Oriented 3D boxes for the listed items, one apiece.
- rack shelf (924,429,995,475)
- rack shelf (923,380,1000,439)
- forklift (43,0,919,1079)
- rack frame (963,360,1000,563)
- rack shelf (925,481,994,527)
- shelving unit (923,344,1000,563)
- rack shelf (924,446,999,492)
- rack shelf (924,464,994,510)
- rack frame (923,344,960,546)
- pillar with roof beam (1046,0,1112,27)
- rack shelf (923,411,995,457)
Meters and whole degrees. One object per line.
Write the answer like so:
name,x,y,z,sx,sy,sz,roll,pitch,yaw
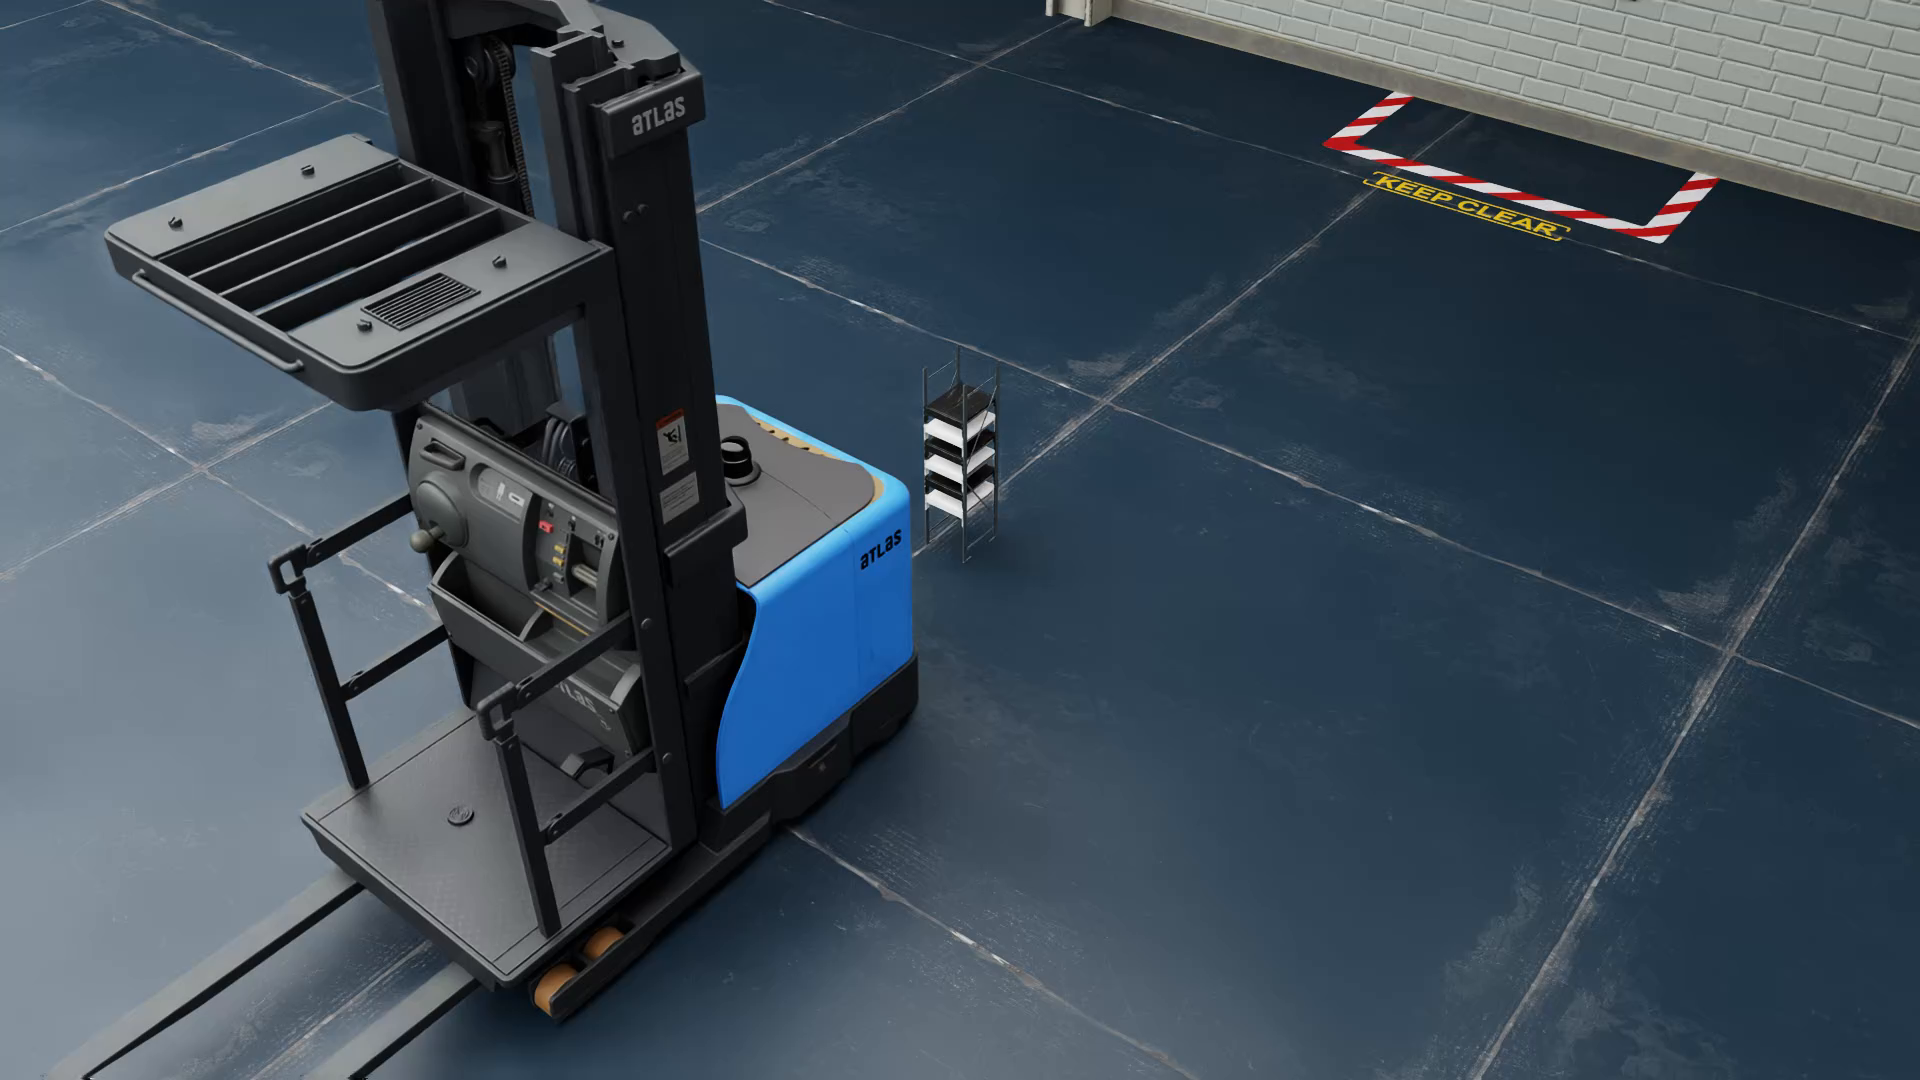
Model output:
rack shelf,0.006,-0.396,6.934,0.200,0.077,0.258,25,45,29
rack shelf,0.006,-0.538,6.823,0.200,0.077,0.258,25,45,29
forklift,-1.477,0.016,4.851,1.130,2.935,3.031,27,45,30
rack frame,0.087,-0.313,6.920,0.006,0.900,0.240,25,45,29
rack shelf,0.006,-0.183,7.100,0.200,0.077,0.258,25,45,29
shelving unit,0.006,-0.351,6.969,0.210,0.900,0.258,25,45,29
rack shelf,0.006,-0.325,6.989,0.200,0.077,0.258,25,45,29
rack shelf,0.006,-0.254,7.045,0.200,0.077,0.258,25,45,29
rack frame,-0.074,-0.389,7.017,0.006,0.900,0.240,25,45,29
pillar with roof beam,-1.742,-5.278,6.691,0.400,9.000,9.100,25,45,29
rack shelf,0.006,-0.467,6.878,0.200,0.077,0.258,25,45,29
